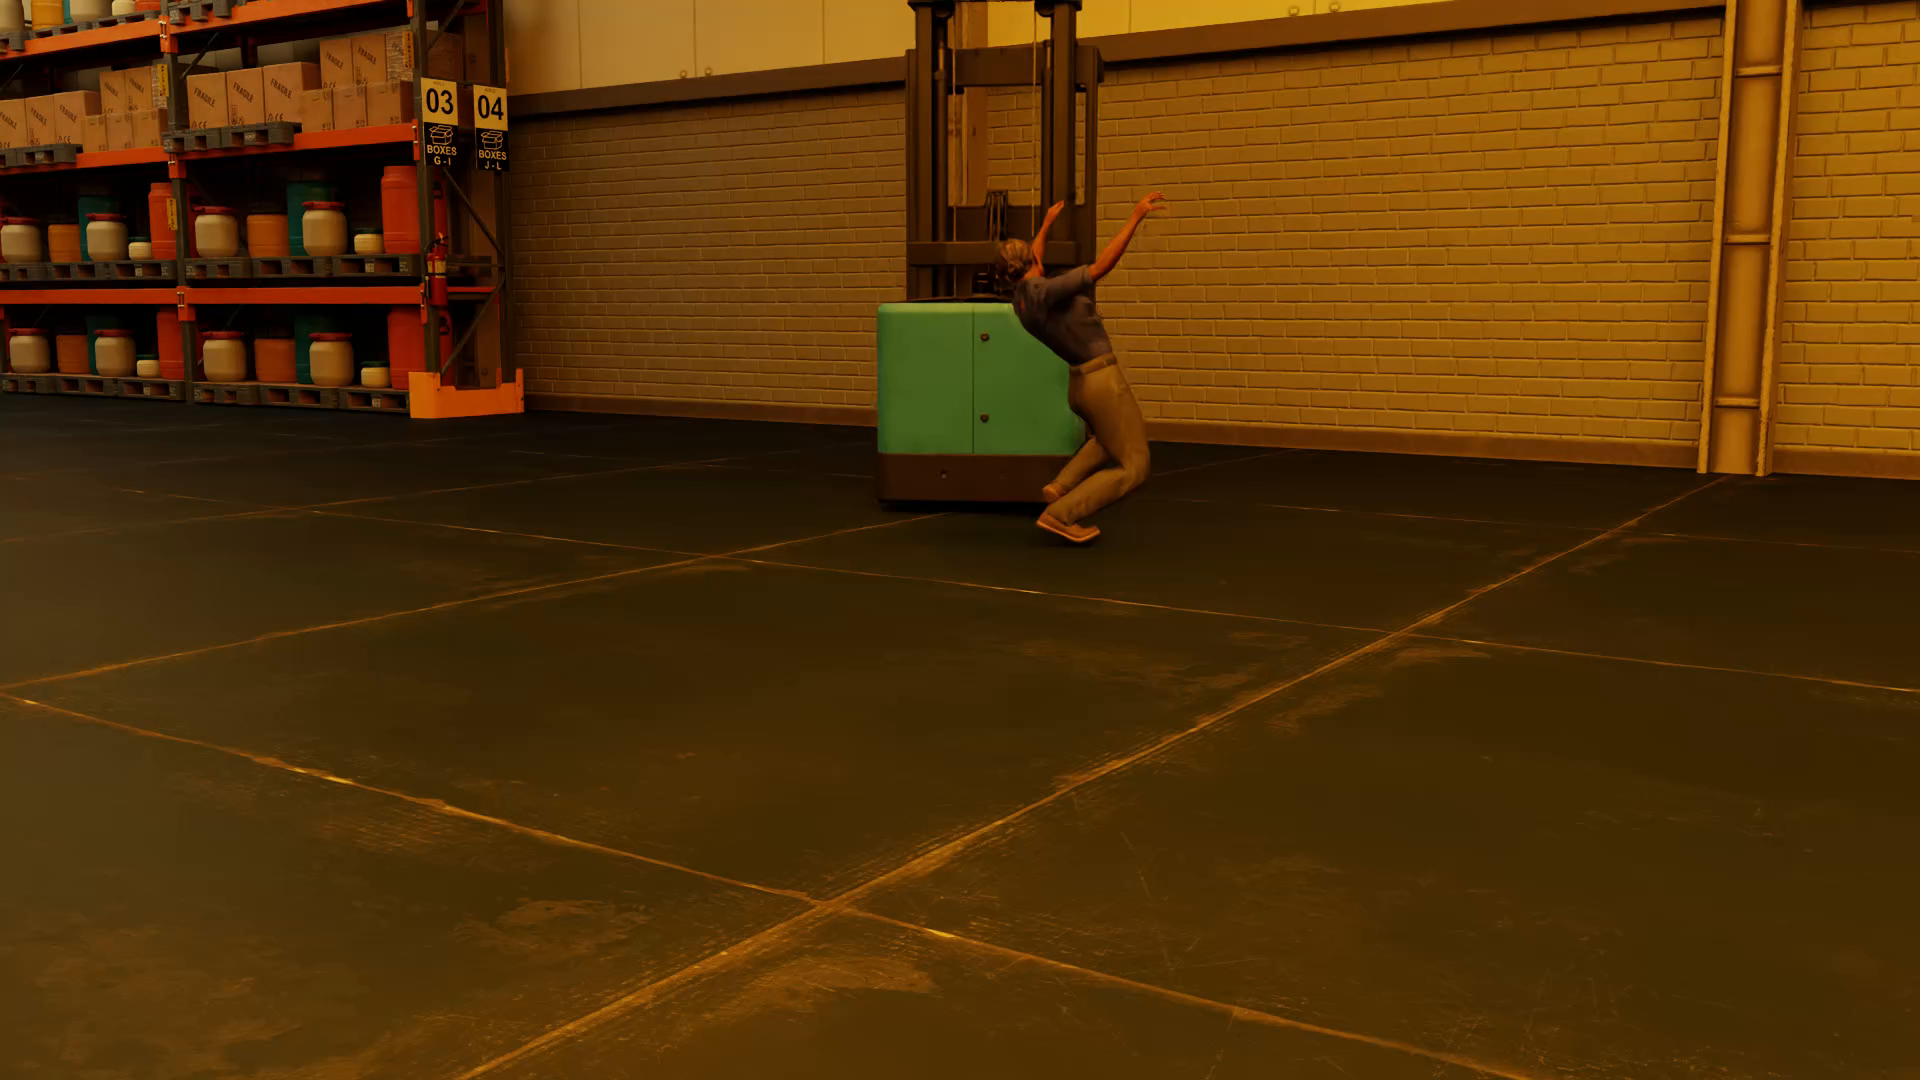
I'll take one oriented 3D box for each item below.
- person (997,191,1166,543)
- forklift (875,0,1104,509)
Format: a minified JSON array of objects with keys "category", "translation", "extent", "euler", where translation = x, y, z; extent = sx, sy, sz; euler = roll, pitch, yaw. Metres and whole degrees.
[{"category":"person","translation":[0.509,-0.769,7.543],"extent":[0.707,1.563,0.884],"euler":[-2,8,-13]},{"category":"forklift","translation":[0.269,-1.787,9.759],"extent":[1.130,2.935,3.031],"euler":[1,8,8]}]
